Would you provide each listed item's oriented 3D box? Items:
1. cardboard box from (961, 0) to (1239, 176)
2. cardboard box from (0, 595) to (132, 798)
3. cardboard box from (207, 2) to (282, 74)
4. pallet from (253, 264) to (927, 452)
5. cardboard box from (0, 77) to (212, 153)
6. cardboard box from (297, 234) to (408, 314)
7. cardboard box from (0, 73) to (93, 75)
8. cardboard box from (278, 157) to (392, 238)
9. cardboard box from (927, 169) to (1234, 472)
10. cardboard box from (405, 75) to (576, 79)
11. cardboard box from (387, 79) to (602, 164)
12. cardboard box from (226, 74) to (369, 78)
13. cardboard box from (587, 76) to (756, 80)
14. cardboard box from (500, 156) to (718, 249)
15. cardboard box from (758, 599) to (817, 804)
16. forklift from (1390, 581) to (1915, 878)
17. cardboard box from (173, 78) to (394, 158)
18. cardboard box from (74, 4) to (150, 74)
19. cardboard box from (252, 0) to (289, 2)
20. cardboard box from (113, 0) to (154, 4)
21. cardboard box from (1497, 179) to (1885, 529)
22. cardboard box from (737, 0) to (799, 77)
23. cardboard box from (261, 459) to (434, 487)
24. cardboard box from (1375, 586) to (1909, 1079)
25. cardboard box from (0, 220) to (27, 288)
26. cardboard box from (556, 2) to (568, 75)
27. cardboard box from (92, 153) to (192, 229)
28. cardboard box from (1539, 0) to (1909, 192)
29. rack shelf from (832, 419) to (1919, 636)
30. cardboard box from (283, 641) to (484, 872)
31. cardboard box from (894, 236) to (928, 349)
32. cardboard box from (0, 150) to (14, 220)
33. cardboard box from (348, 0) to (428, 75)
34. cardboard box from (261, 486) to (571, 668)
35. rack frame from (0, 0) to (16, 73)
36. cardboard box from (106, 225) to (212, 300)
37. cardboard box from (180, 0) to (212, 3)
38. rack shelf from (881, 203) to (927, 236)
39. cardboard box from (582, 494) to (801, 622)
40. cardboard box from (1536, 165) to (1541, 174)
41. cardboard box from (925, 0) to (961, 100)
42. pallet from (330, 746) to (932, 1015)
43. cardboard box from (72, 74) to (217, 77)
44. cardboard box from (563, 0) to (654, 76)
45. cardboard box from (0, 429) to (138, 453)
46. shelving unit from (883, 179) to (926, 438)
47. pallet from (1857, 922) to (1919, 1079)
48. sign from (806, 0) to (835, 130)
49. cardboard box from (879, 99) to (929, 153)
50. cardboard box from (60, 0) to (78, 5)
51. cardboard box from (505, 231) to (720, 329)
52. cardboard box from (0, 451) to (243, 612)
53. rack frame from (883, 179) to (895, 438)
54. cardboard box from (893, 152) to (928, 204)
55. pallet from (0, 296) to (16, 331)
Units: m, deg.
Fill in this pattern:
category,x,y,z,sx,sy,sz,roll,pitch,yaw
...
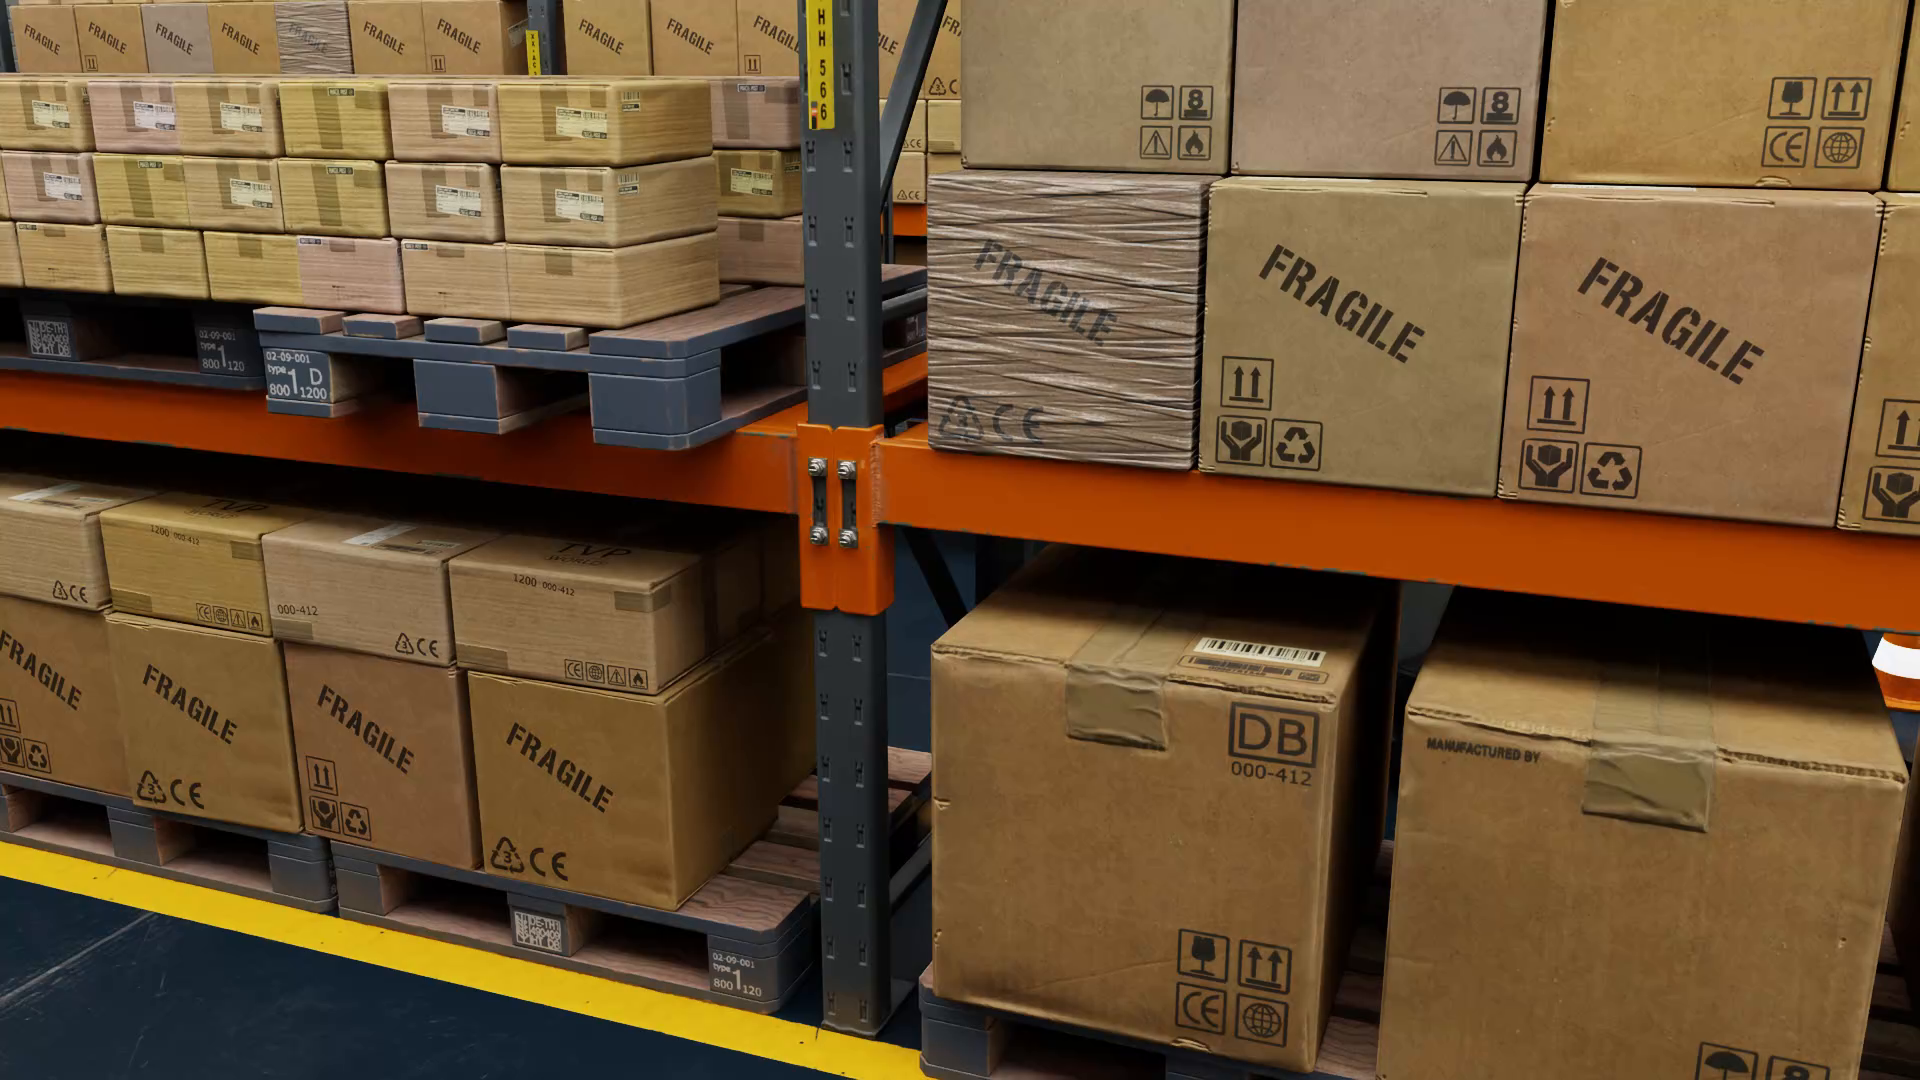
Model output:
category,x,y,z,sx,sy,sz,roll,pitch,yaw
cardboard box,0.359,-0.995,3.248,0.500,0.500,0.700,6,17,20
cardboard box,-2.201,0.322,4.413,0.500,0.500,0.500,7,17,22
cardboard box,-4.003,-2.881,9.743,0.500,0.500,0.500,6,17,21
pallet,-0.757,-0.468,3.751,1.003,0.211,1.213,6,17,21
cardboard box,-1.881,-0.946,3.683,0.250,0.149,0.380,7,18,23
cardboard box,-1.152,-0.580,3.488,0.250,0.149,0.380,7,17,22
cardboard box,-2.597,-1.220,4.625,0.250,0.149,0.380,6,17,20
cardboard box,-1.176,-0.725,3.454,0.250,0.149,0.380,7,17,22
cardboard box,0.264,-0.447,3.155,0.500,0.500,0.500,6,17,21
cardboard box,-1.137,-1.060,4.075,0.250,0.149,0.380,6,17,18
cardboard box,-0.912,-0.840,3.316,0.250,0.149,0.380,6,17,20
cardboard box,-1.637,-1.114,4.260,0.250,0.149,0.380,7,18,22
cardboard box,-0.665,-1.006,3.890,0.250,0.149,0.380,6,17,19
cardboard box,-0.681,-0.672,3.271,0.250,0.149,0.380,7,17,22
cardboard box,-0.619,0.345,4.336,0.500,0.500,0.500,6,17,18
forklift,1.745,-0.757,4.524,1.130,2.935,3.031,-12,20,-36
cardboard box,-1.405,-0.893,3.499,0.250,0.149,0.380,7,18,22
cardboard box,-4.949,-2.982,10.093,0.500,0.500,0.500,6,17,19
cardboard box,-3.857,-3.176,9.596,0.250,0.149,0.380,6,17,21
cardboard box,-4.825,-3.273,9.930,0.250,0.149,0.380,6,17,19
cardboard box,1.207,-0.344,2.800,0.500,0.500,0.500,6,17,21
cardboard box,-0.801,-2.530,8.537,0.500,0.500,0.500,6,17,19
cardboard box,-1.535,-0.116,4.578,0.500,0.250,0.500,6,17,21
cardboard box,1.293,0.538,3.224,0.750,0.750,1.050,7,17,21
cardboard box,-2.128,-0.687,3.858,0.250,0.149,0.380,5,17,18
cardboard box,-2.408,-2.858,9.667,0.500,0.500,0.500,6,17,21
cardboard box,-1.639,-0.777,3.632,0.250,0.149,0.380,6,17,20
cardboard box,1.308,-0.892,2.892,0.500,0.500,0.700,6,17,20
rack shelf,1.806,0.035,2.964,4.000,0.370,1.077,6,17,21
cardboard box,-1.245,0.430,4.043,0.500,0.500,0.500,7,18,23
cardboard box,0.227,-1.175,8.900,0.875,0.875,0.875,7,17,21
cardboard box,-2.122,-0.829,3.814,0.250,0.149,0.380,6,17,20
cardboard box,-3.063,-2.778,9.388,0.500,0.500,0.500,6,17,20
cardboard box,-1.261,0.073,3.929,0.500,0.250,0.500,7,17,21
rack frame,-5.775,-2.628,10.845,0.127,3.000,1.000,6,17,21
cardboard box,-1.634,-0.633,3.672,0.250,0.149,0.380,5,17,18
cardboard box,-4.345,-3.223,9.759,0.250,0.149,0.380,6,17,21
rack shelf,-0.193,-1.669,8.831,4.000,0.370,1.077,6,17,21
cardboard box,-0.607,-0.010,4.213,0.500,0.250,0.500,5,17,18
cardboard box,0.926,-0.536,3.459,0.500,0.500,0.500,6,17,21
cardboard box,0.151,-2.426,8.176,0.500,0.500,0.500,6,17,21
pallet,-0.781,0.743,4.234,1.213,0.211,1.003,6,17,21
cardboard box,-2.119,-1.167,4.445,0.250,0.149,0.380,5,17,18
cardboard box,-1.750,-2.627,8.871,0.500,0.500,0.500,6,17,21
cardboard box,-2.517,-0.219,4.934,0.500,0.250,0.500,7,18,23
shelving unit,0.079,-0.712,6.934,1.048,1.500,0.538,6,17,21
pallet,1.782,1.049,3.181,1.213,0.211,1.003,6,17,21
sign,-0.245,-0.892,2.930,0.005,0.325,0.100,6,17,21
cardboard box,-0.322,-2.113,8.443,0.500,0.250,0.500,6,17,19
cardboard box,-5.276,-3.351,10.200,0.250,0.149,0.380,7,17,22
cardboard box,-0.682,-0.528,3.308,0.250,0.149,0.380,7,17,22
cardboard box,-2.216,-0.035,4.298,0.500,0.250,0.500,7,18,23
rack frame,-0.394,-0.764,7.114,0.032,1.500,0.500,6,17,21
cardboard box,-0.327,-1.871,8.506,0.500,0.250,0.500,6,17,20
pallet,-3.118,-0.716,4.605,1.213,0.211,1.003,6,17,21
